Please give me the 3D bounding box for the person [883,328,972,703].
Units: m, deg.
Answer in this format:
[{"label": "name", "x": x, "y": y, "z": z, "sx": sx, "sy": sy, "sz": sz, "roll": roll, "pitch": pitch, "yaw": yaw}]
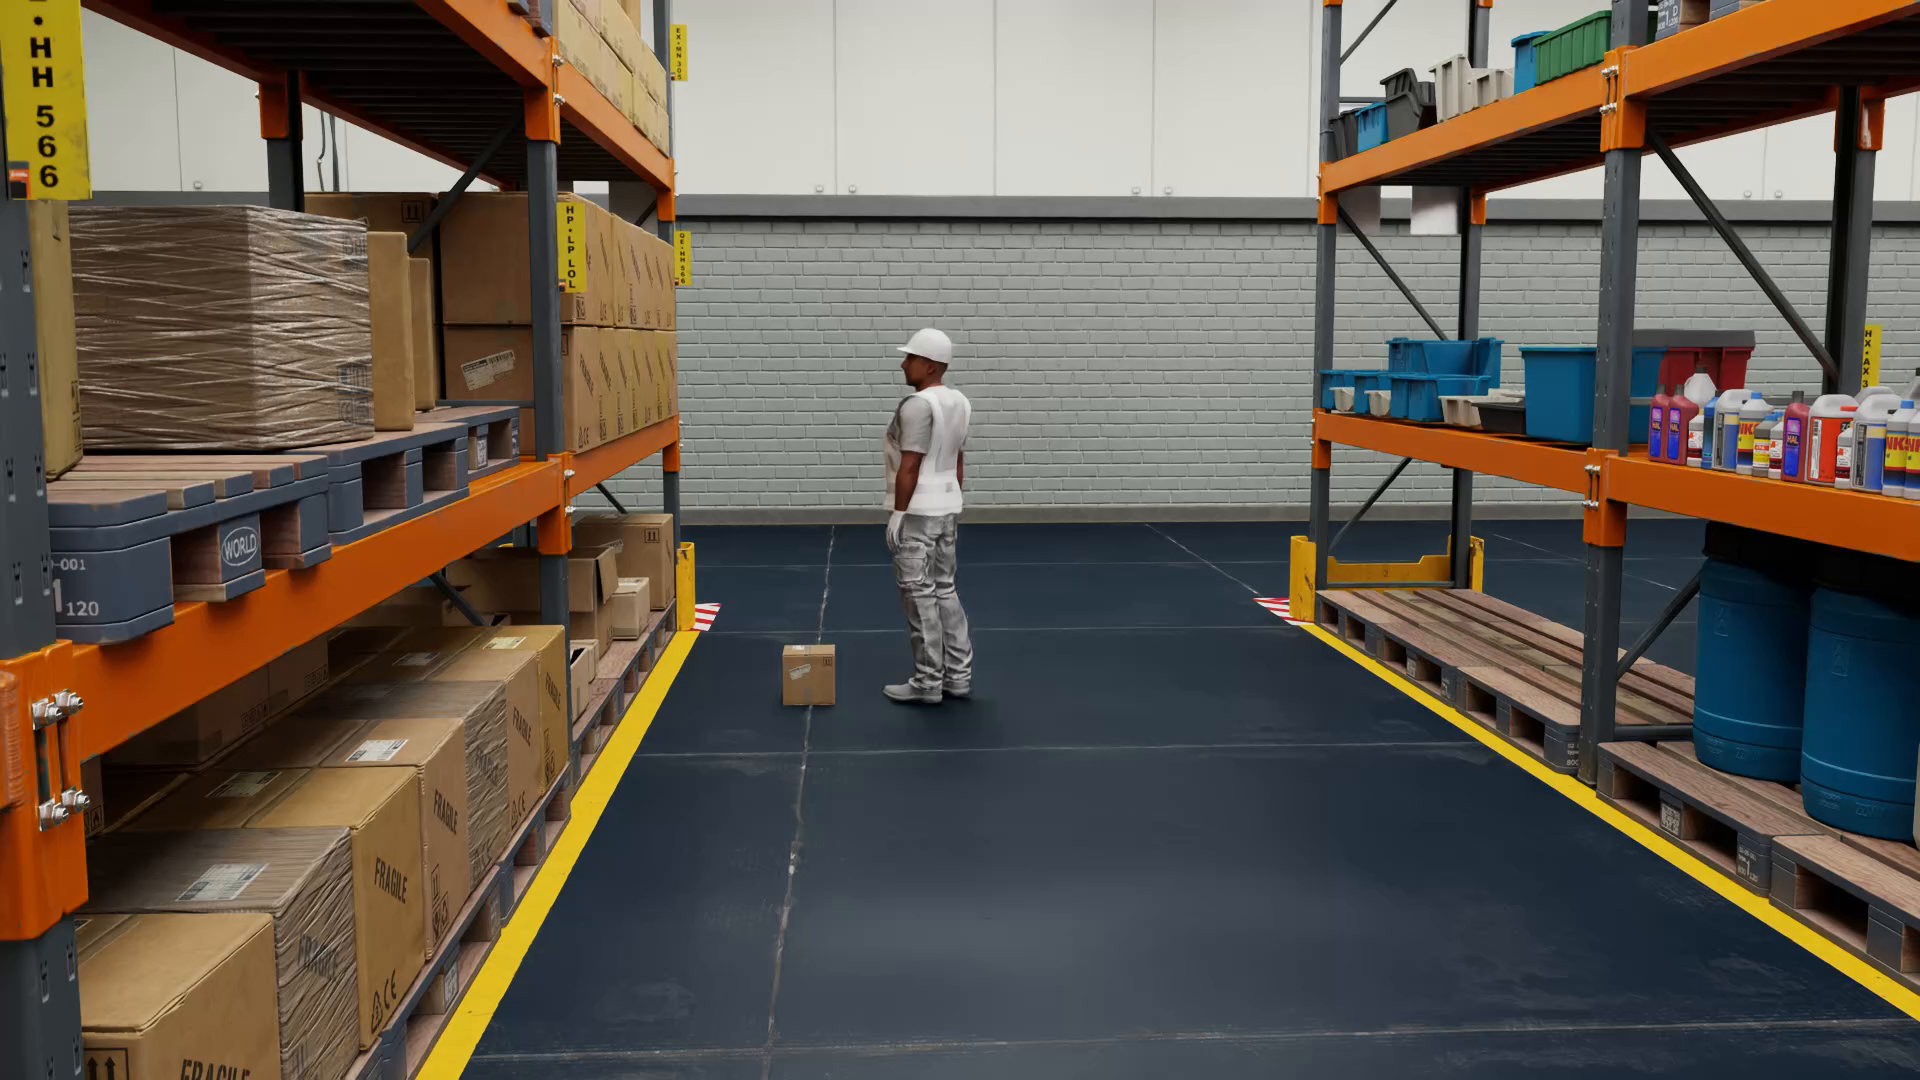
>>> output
[{"label": "person", "x": -0.158, "y": -0.122, "z": 8.024, "sx": 0.381, "sy": 1.783, "sz": 0.575, "roll": 3, "pitch": 7, "yaw": 24}]
